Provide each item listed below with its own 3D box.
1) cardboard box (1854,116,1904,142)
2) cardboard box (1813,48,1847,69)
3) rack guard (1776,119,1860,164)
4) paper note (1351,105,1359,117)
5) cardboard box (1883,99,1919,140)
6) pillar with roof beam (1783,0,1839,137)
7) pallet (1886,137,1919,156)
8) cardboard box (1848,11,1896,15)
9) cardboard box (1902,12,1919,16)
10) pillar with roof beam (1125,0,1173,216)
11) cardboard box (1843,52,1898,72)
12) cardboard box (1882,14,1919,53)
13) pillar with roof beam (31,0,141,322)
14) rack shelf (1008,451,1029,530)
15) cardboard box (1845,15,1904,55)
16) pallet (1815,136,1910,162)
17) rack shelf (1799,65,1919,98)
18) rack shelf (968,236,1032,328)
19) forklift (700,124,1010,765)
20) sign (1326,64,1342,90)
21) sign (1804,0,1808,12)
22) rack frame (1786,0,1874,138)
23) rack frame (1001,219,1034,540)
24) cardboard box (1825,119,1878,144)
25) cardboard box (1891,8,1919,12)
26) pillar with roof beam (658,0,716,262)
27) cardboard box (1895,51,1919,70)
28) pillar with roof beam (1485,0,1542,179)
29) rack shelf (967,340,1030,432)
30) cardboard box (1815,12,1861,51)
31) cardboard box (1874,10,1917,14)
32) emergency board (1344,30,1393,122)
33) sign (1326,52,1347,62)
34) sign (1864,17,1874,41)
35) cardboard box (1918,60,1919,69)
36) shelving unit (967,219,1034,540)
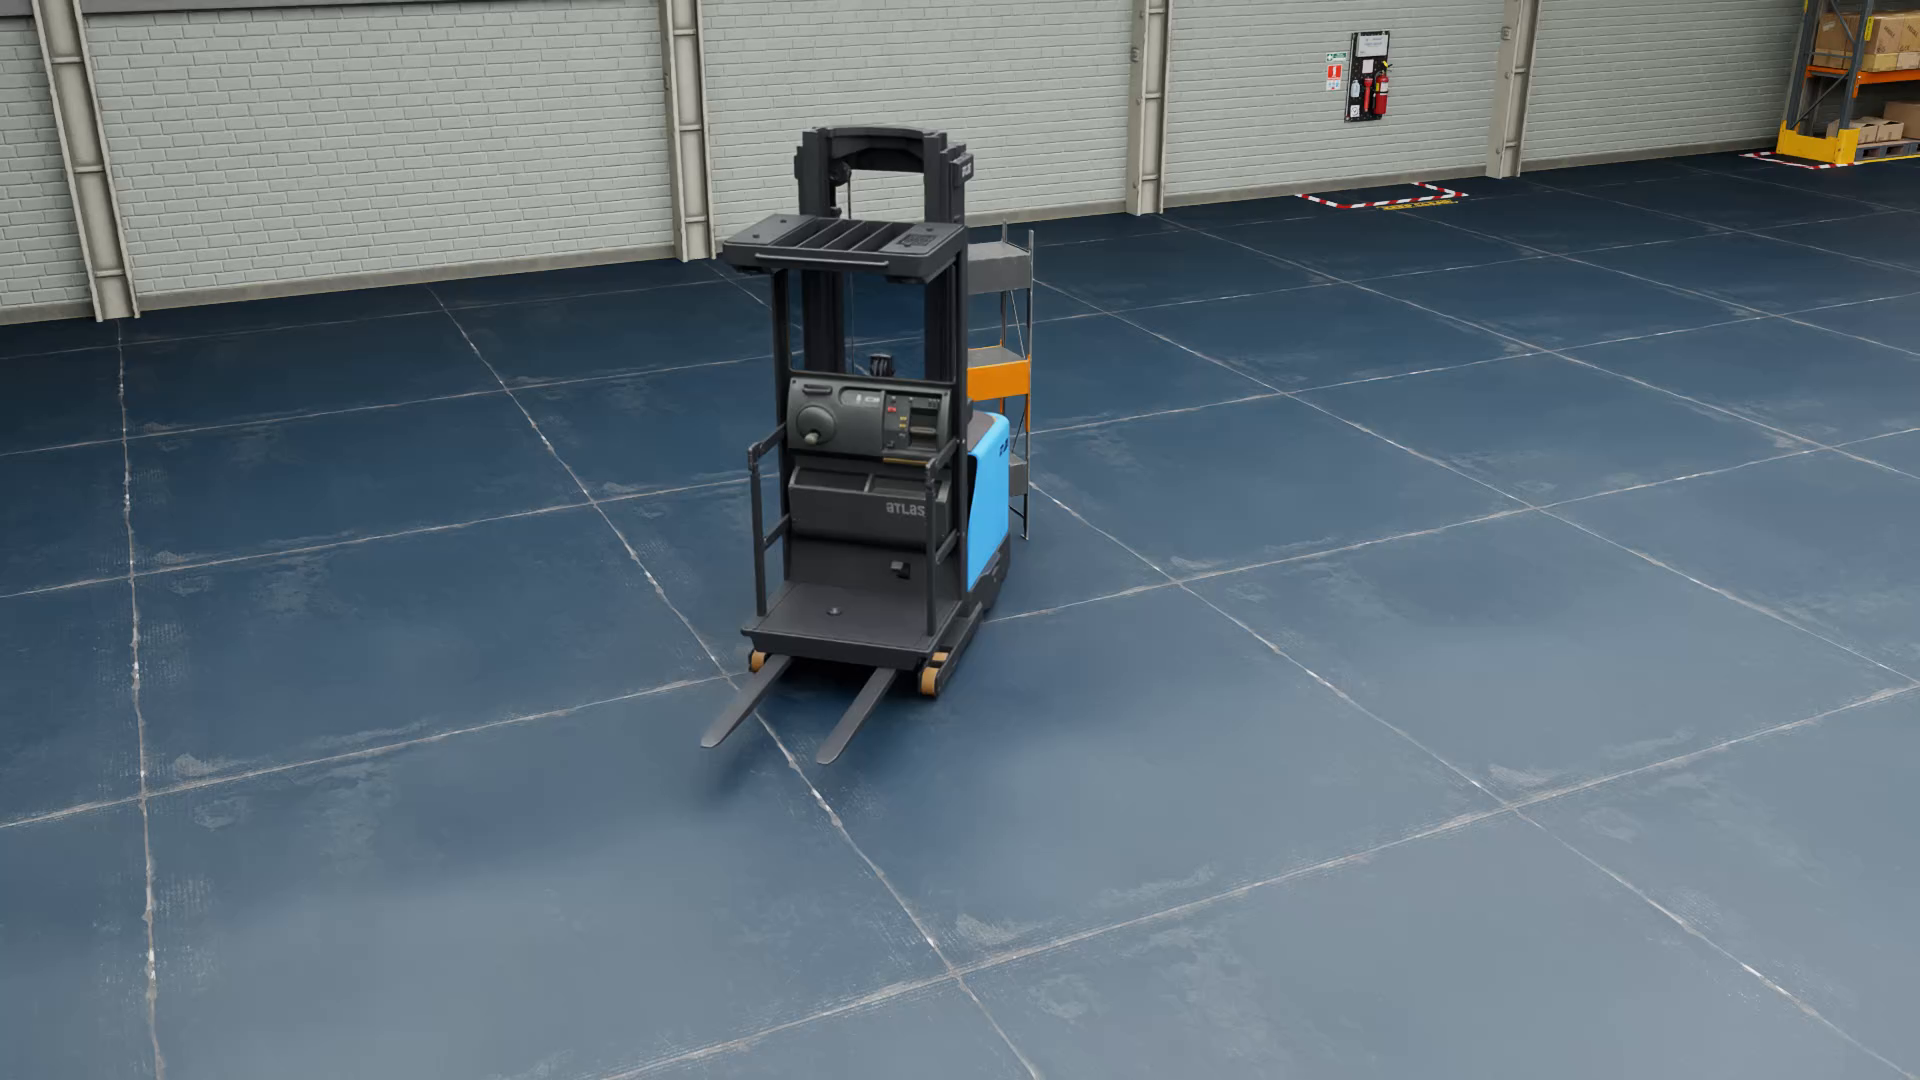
[{"bbox_3d":[14.108,-6.335,25.573,0.500,0.311,0.500,-8,24,-19],"label":"cardboard box"},{"bbox_3d":[13.269,-7.280,25.086,0.500,0.250,0.500,-10,25,-23],"label":"cardboard box"},{"bbox_3d":[13.001,-6.054,25.221,0.348,0.500,1.175,-10,25,-24],"label":"rack guard"},{"bbox_3d":[5.349,-5.806,22.505,0.142,0.148,0.016,-10,25,-24],"label":"paper note"},{"bbox_3d":[14.791,-6.527,25.790,0.500,0.500,0.700,-12,25,-27],"label":"cardboard box"},{"bbox_3d":[15.055,-8.899,20.982,0.400,9.000,9.100,-10,25,-24],"label":"pillar with roof beam"},{"bbox_3d":[14.846,-6.244,26.058,1.213,0.211,1.003,-10,25,-24],"label":"pallet"},{"bbox_3d":[13.723,-7.714,25.153,0.500,0.500,0.500,-10,25,-23],"label":"cardboard box"},{"bbox_3d":[14.411,-7.620,24.927,0.500,0.500,0.500,-11,25,-25],"label":"cardboard box"},{"bbox_3d":[4.242,-6.908,16.173,0.400,9.000,9.100,-10,25,-24],"label":"pillar with roof beam"},{"bbox_3d":[13.510,-7.108,24.669,0.500,0.250,0.500,-11,25,-25],"label":"cardboard box"},{"bbox_3d":[13.942,-7.537,24.725,0.500,0.500,0.500,-10,25,-23],"label":"cardboard box"},{"bbox_3d":[-6.570,-4.918,11.364,0.400,9.000,9.100,-10,25,-24],"label":"pillar with roof beam"},{"bbox_3d":[0.149,-0.338,11.188,0.480,0.518,0.431,-10,25,-24],"label":"rack shelf"},{"bbox_3d":[13.493,-7.458,24.535,0.500,0.500,0.500,-10,25,-24],"label":"cardboard box"},{"bbox_3d":[13.748,-6.043,25.572,1.213,0.211,1.003,-10,25,-24],"label":"pallet"},{"bbox_3d":[14.734,-7.195,25.652,4.000,0.370,1.077,-10,25,-24],"label":"rack shelf"},{"bbox_3d":[0.149,-1.632,10.652,0.480,0.518,0.431,-10,25,-24],"label":"rack shelf"},{"bbox_3d":[-0.562,-0.654,8.999,1.130,2.935,3.031,6,23,14],"label":"forklift"},{"bbox_3d":[4.995,-6.179,22.208,0.234,0.329,0.001,-10,25,-24],"label":"sign"},{"bbox_3d":[12.710,-8.072,24.901,0.005,0.325,0.100,-10,25,-24],"label":"sign"},{"bbox_3d":[12.932,-7.196,24.713,0.127,3.000,1.000,-10,25,-24],"label":"rack frame"},{"bbox_3d":[0.369,-1.038,11.013,0.015,2.100,0.400,-10,25,-24],"label":"rack frame"},{"bbox_3d":[13.595,-6.241,25.345,0.500,0.311,0.500,-14,26,-30],"label":"cardboard box"},{"bbox_3d":[14.640,-7.885,25.566,0.500,0.500,0.500,-10,25,-23],"label":"cardboard box"},{"bbox_3d":[-1.164,-5.913,13.769,0.400,9.000,9.100,-10,25,-24],"label":"pillar with roof beam"},{"bbox_3d":[13.971,-7.199,24.889,0.500,0.250,0.500,-11,25,-25],"label":"cardboard box"},{"bbox_3d":[9.649,-7.903,18.577,0.400,9.000,9.100,-10,25,-24],"label":"pillar with roof beam"},{"bbox_3d":[0.149,-0.985,10.920,0.480,0.518,0.431,-10,25,-24],"label":"rack shelf"},{"bbox_3d":[13.265,-7.634,24.960,0.500,0.500,0.500,-11,25,-24],"label":"cardboard box"},{"bbox_3d":[14.187,-7.801,25.364,0.500,0.500,0.500,-11,25,-25],"label":"cardboard box"},{"bbox_3d":[5.538,-6.218,22.350,0.643,1.169,0.194,-10,25,-24],"label":"emergency board"},{"bbox_3d":[5.003,-6.421,22.101,0.331,0.109,0.001,-10,25,-24],"label":"sign"},{"bbox_3d":[13.168,-7.409,24.095,0.005,0.325,0.100,-10,25,-24],"label":"sign"},{"bbox_3d":[14.433,-7.281,25.088,0.500,0.250,0.500,-11,25,-24],"label":"cardboard box"},{"bbox_3d":[0.149,-0.998,10.915,0.503,2.100,0.431,-10,25,-24],"label":"shelving unit"}]
